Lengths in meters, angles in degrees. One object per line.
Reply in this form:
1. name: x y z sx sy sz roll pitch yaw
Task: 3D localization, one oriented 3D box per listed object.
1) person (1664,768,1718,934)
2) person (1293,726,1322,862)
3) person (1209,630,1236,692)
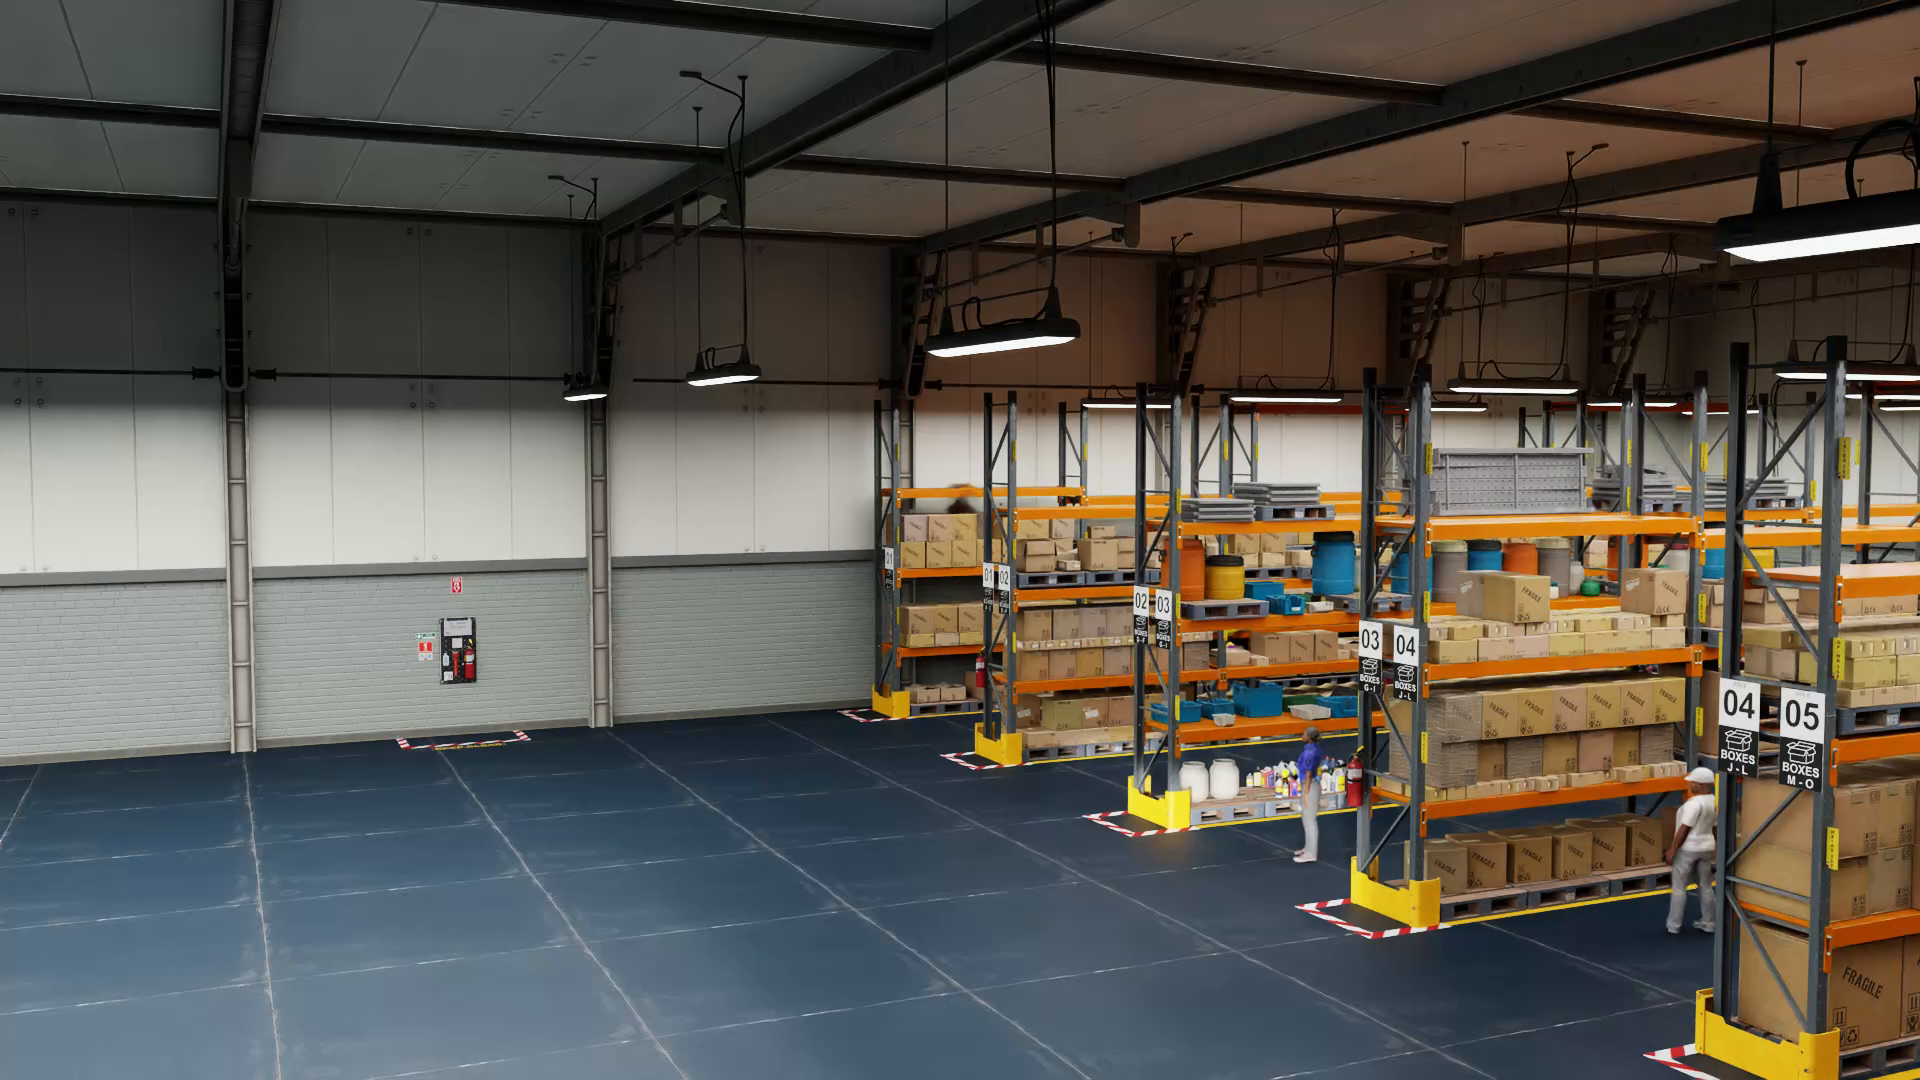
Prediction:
1. person: 7.709 3.263 17.515 0.634 1.766 0.490 -1 3 -17
2. person: 4.325 3.129 20.647 0.337 1.665 0.482 1 3 14
3. person: 4.907 2.488 31.100 1.058 1.715 0.580 -2 4 -27
